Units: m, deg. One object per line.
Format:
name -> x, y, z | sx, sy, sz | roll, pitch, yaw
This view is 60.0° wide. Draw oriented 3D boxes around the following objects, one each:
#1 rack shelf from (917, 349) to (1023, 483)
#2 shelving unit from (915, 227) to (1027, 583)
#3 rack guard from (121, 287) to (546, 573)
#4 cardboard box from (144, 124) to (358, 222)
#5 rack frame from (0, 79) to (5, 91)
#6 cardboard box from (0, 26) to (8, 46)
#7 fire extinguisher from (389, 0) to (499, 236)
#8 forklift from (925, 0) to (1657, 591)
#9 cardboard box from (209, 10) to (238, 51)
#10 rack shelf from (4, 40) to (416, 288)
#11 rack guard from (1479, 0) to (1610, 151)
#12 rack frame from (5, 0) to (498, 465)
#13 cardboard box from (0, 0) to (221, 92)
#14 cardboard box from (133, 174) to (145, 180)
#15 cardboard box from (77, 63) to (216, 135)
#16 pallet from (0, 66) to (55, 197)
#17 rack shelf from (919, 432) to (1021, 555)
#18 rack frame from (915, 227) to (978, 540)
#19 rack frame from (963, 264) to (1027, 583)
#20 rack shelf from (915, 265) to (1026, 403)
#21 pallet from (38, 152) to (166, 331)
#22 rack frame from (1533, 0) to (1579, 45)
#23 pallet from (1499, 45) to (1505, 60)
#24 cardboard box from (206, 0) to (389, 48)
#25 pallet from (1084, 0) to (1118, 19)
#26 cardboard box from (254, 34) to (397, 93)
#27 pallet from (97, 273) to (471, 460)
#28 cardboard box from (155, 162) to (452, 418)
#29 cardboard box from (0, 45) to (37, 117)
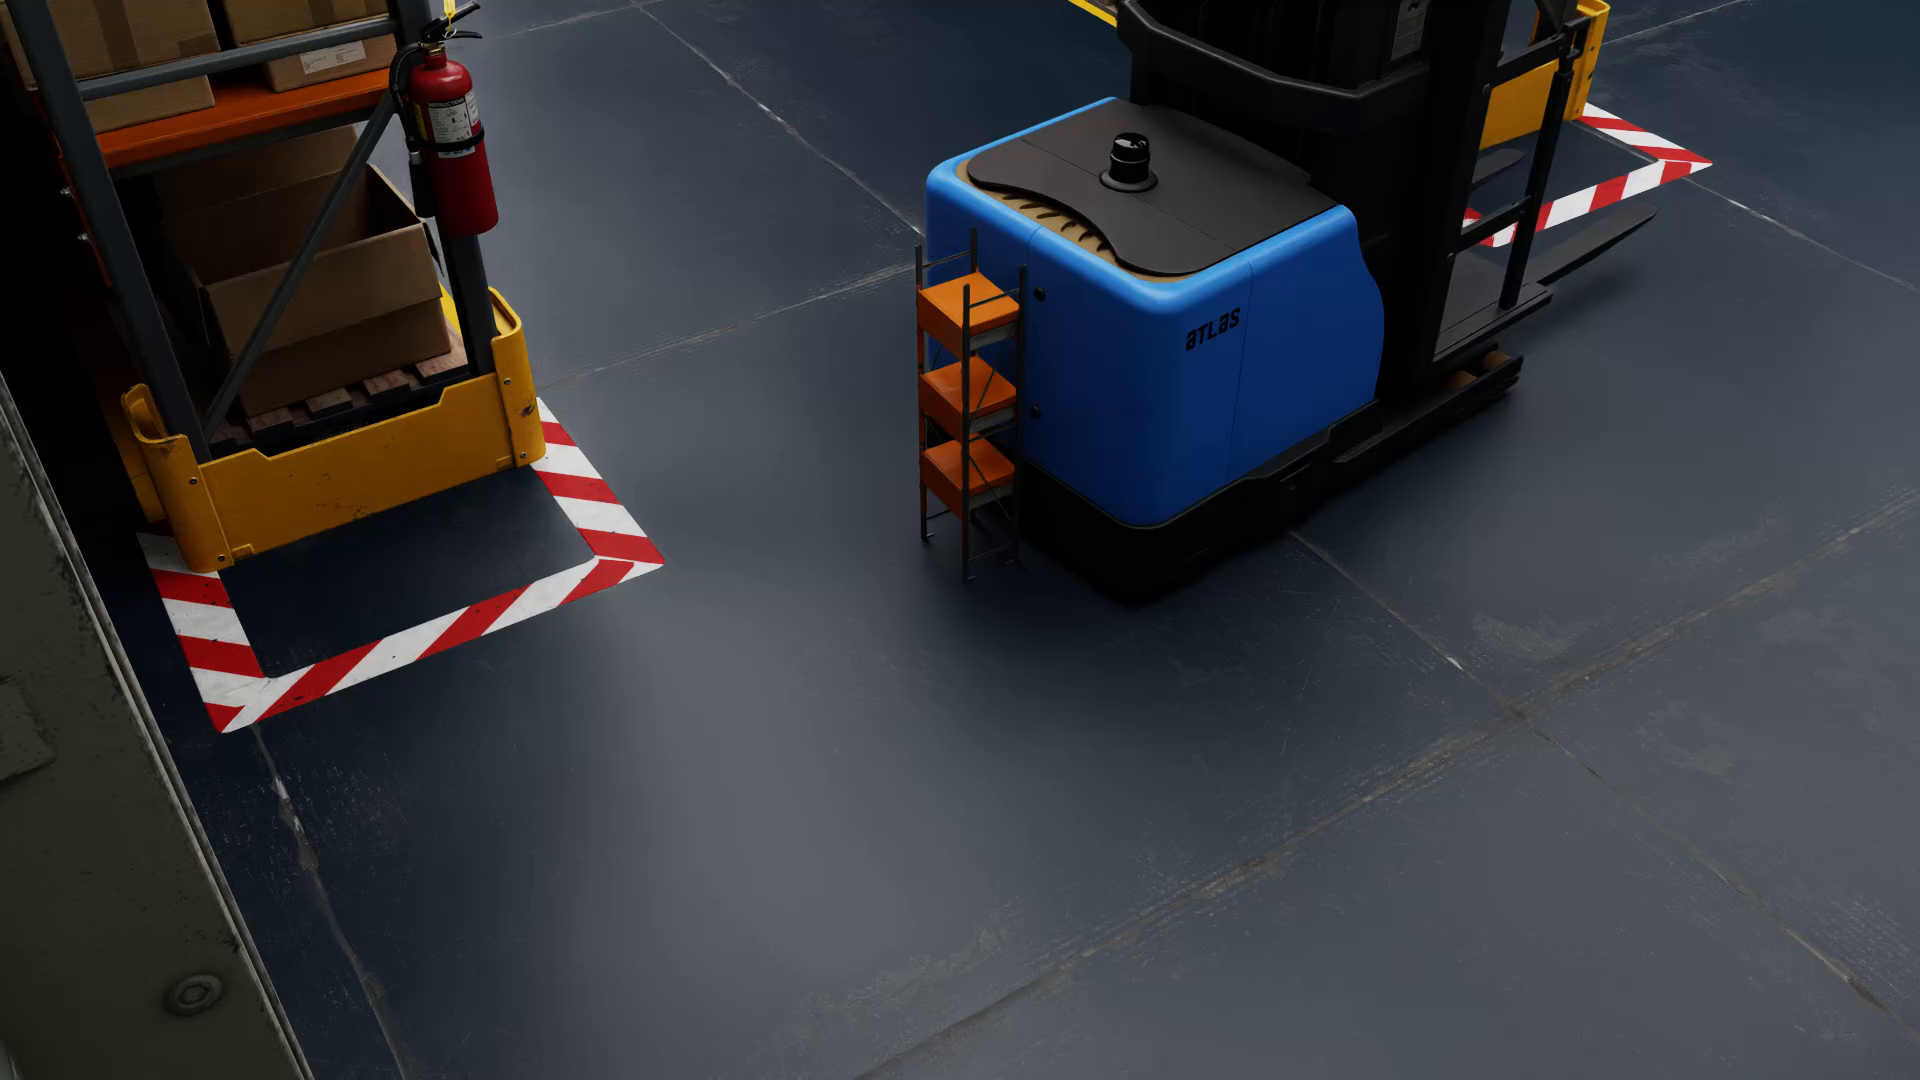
rack shelf -> 0.029, -0.366, 4.886 | 0.215, 0.259, 0.240 | -22, 45, -24
shelving unit -> 0.029, -0.374, 4.879 | 0.215, 1.050, 0.252 | -22, 45, -24
rack guard -> -1.955, -0.367, 5.299 | 1.175, 0.500, 0.348 | -22, 45, -24
cardboard box -> -2.590, -1.324, 6.121 | 0.700, 0.500, 0.500 | -20, 44, -23
rack frame -> -4.065, -3.445, 7.041 | 1.000, 3.000, 0.127 | -22, 45, -24
cardboard box -> -2.803, -1.670, 5.107 | 0.380, 0.149, 0.250 | -22, 45, -24
fire extinguisher -> -1.446, -1.193, 4.690 | 0.296, 0.674, 0.183 | -22, 45, -24
forklift -> 1.334, -1.773, 5.088 | 3.031, 2.935, 1.130 | -29, 48, -30
cardboard box -> -2.036, -1.583, 5.002 | 0.380, 0.149, 0.250 | -21, 44, -23
rack shelf -> -2.990, -2.089, 5.976 | 1.077, 0.370, 4.000 | -22, 45, -24
rack guard -> 2.281, -2.023, 7.287 | 1.175, 0.500, 0.348 | -22, 45, -24
rack frame -> -1.915, -1.286, 4.450 | 1.000, 3.000, 0.127 | -22, 45, -24
cardboard box -> -2.386, -1.499, 4.591 | 0.500, 0.250, 0.500 | -21, 44, -23
cardboard box -> -3.149, -1.885, 6.793 | 0.700, 0.500, 0.500 | -24, 45, -26
cardboard box -> -2.319, -1.276, 4.634 | 0.380, 0.149, 0.250 | -23, 45, -25
pallet -> -3.697, -2.002, 7.488 | 1.003, 0.211, 1.213 | -22, 45, -24
rack shelf -> 0.029, -0.153, 5.064 | 0.215, 0.259, 0.240 | -22, 45, -24
rack frame -> -0.037, -0.440, 4.958 | 0.200, 1.050, 0.008 | -22, 45, -24
rack frame -> 0.094, -0.309, 4.800 | 0.200, 1.050, 0.008 | -22, 45, -24
rack shelf -> 0.029, -0.584, 4.704 | 0.215, 0.259, 0.240 | -22, 45, -24
pallet -> -3.037, -1.343, 6.697 | 1.003, 0.211, 1.213 | -22, 45, -24
rack frame -> 2.268, -2.996, 6.503 | 1.000, 3.000, 0.127 | -22, 45, -24
pallet -> 1.773, -2.330, 7.881 | 1.003, 0.211, 1.213 | -22, 45, -24
cardboard box -> -1.931, -1.680, 4.808 | 0.500, 0.250, 0.500 | -22, 45, -24
pallet -> 1.121, -2.988, 8.670 | 1.003, 0.211, 1.213 | -22, 45, -24
cardboard box -> -1.860, -1.461, 4.857 | 0.380, 0.149, 0.250 | -23, 45, -25
pallet -> -2.385, -0.685, 5.908 | 1.003, 0.211, 1.213 | -22, 45, -24
cardboard box -> -2.164, -0.851, 5.550 | 0.797, 0.503, 0.637 | -24, 45, -26
cardboard box -> -3.909, -2.135, 7.242 | 0.500, 0.311, 0.500 | -21, 44, -23
